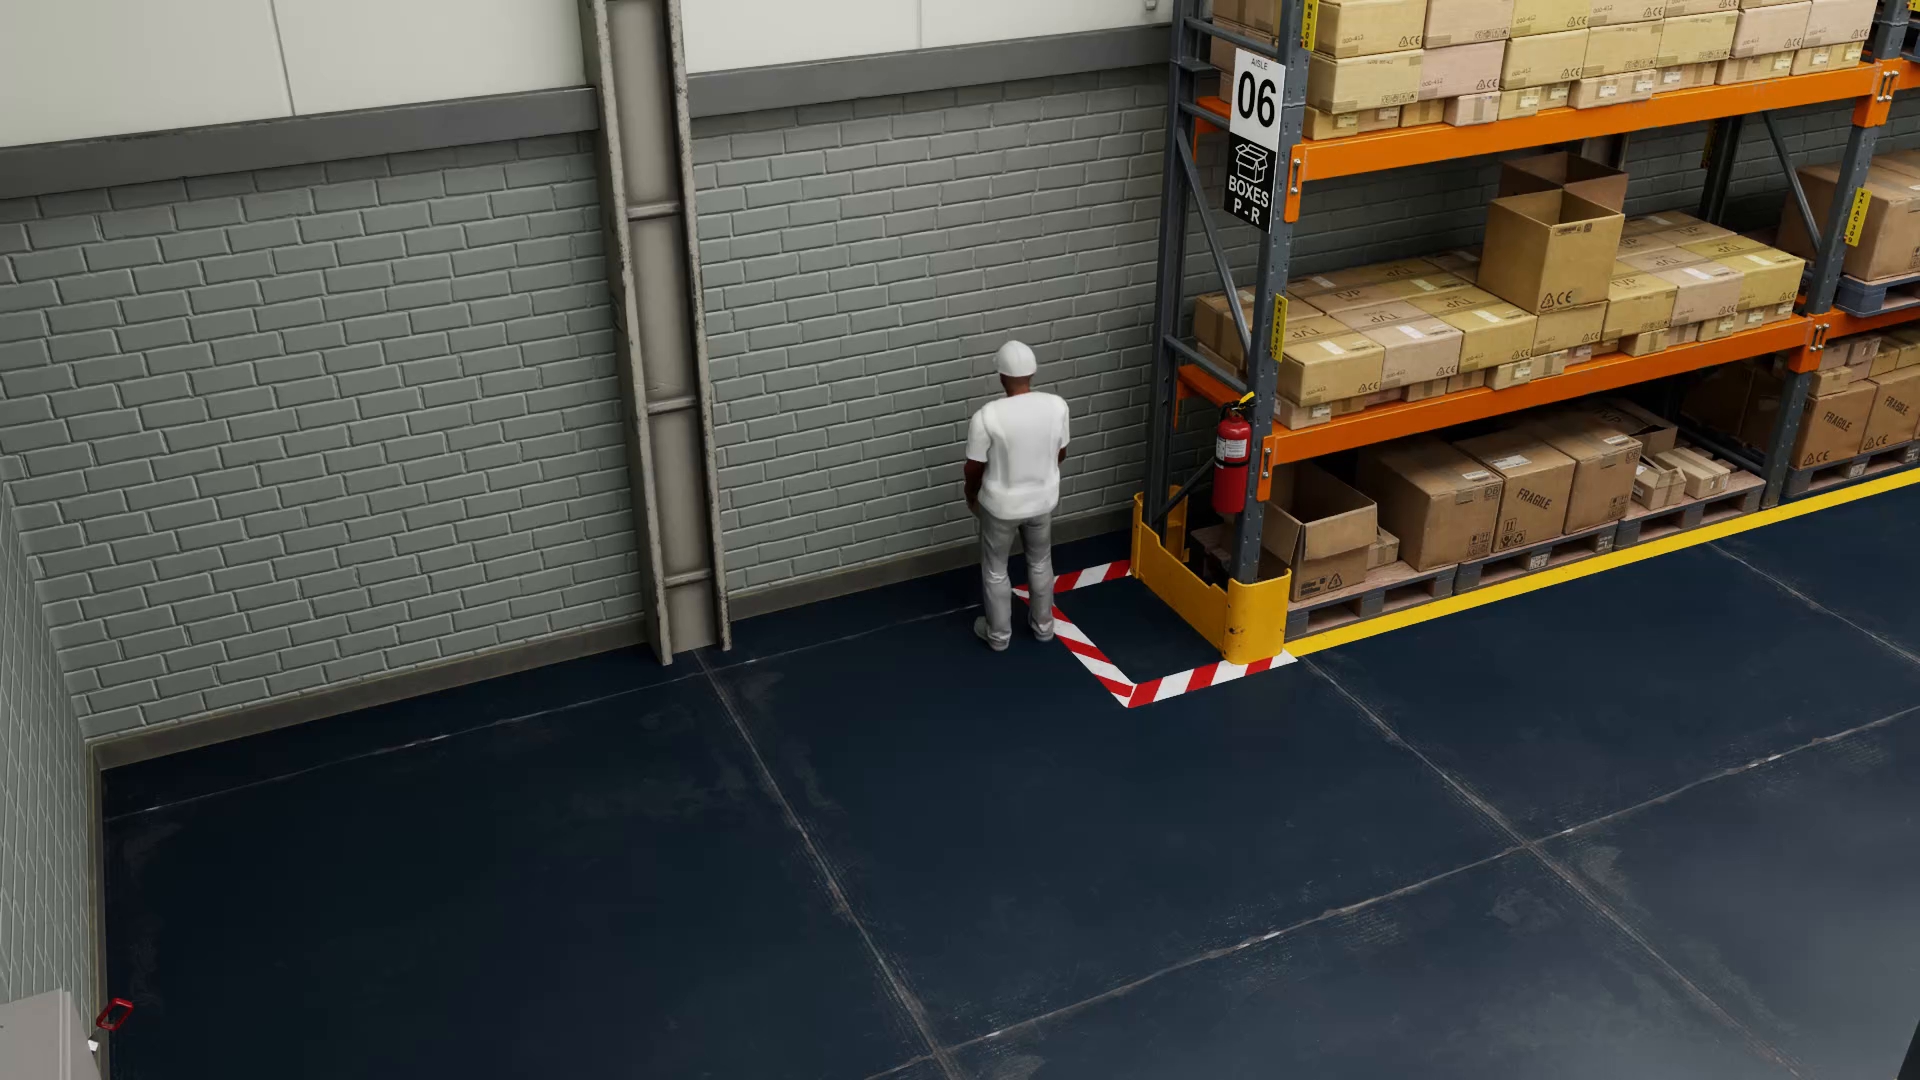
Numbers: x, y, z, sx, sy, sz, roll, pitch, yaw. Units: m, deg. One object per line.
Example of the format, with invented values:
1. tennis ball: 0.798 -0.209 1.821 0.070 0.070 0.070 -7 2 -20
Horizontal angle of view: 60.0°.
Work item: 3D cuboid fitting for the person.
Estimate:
1. person: 0.274 -0.258 8.863 0.566 1.671 0.415 -9 31 -16
